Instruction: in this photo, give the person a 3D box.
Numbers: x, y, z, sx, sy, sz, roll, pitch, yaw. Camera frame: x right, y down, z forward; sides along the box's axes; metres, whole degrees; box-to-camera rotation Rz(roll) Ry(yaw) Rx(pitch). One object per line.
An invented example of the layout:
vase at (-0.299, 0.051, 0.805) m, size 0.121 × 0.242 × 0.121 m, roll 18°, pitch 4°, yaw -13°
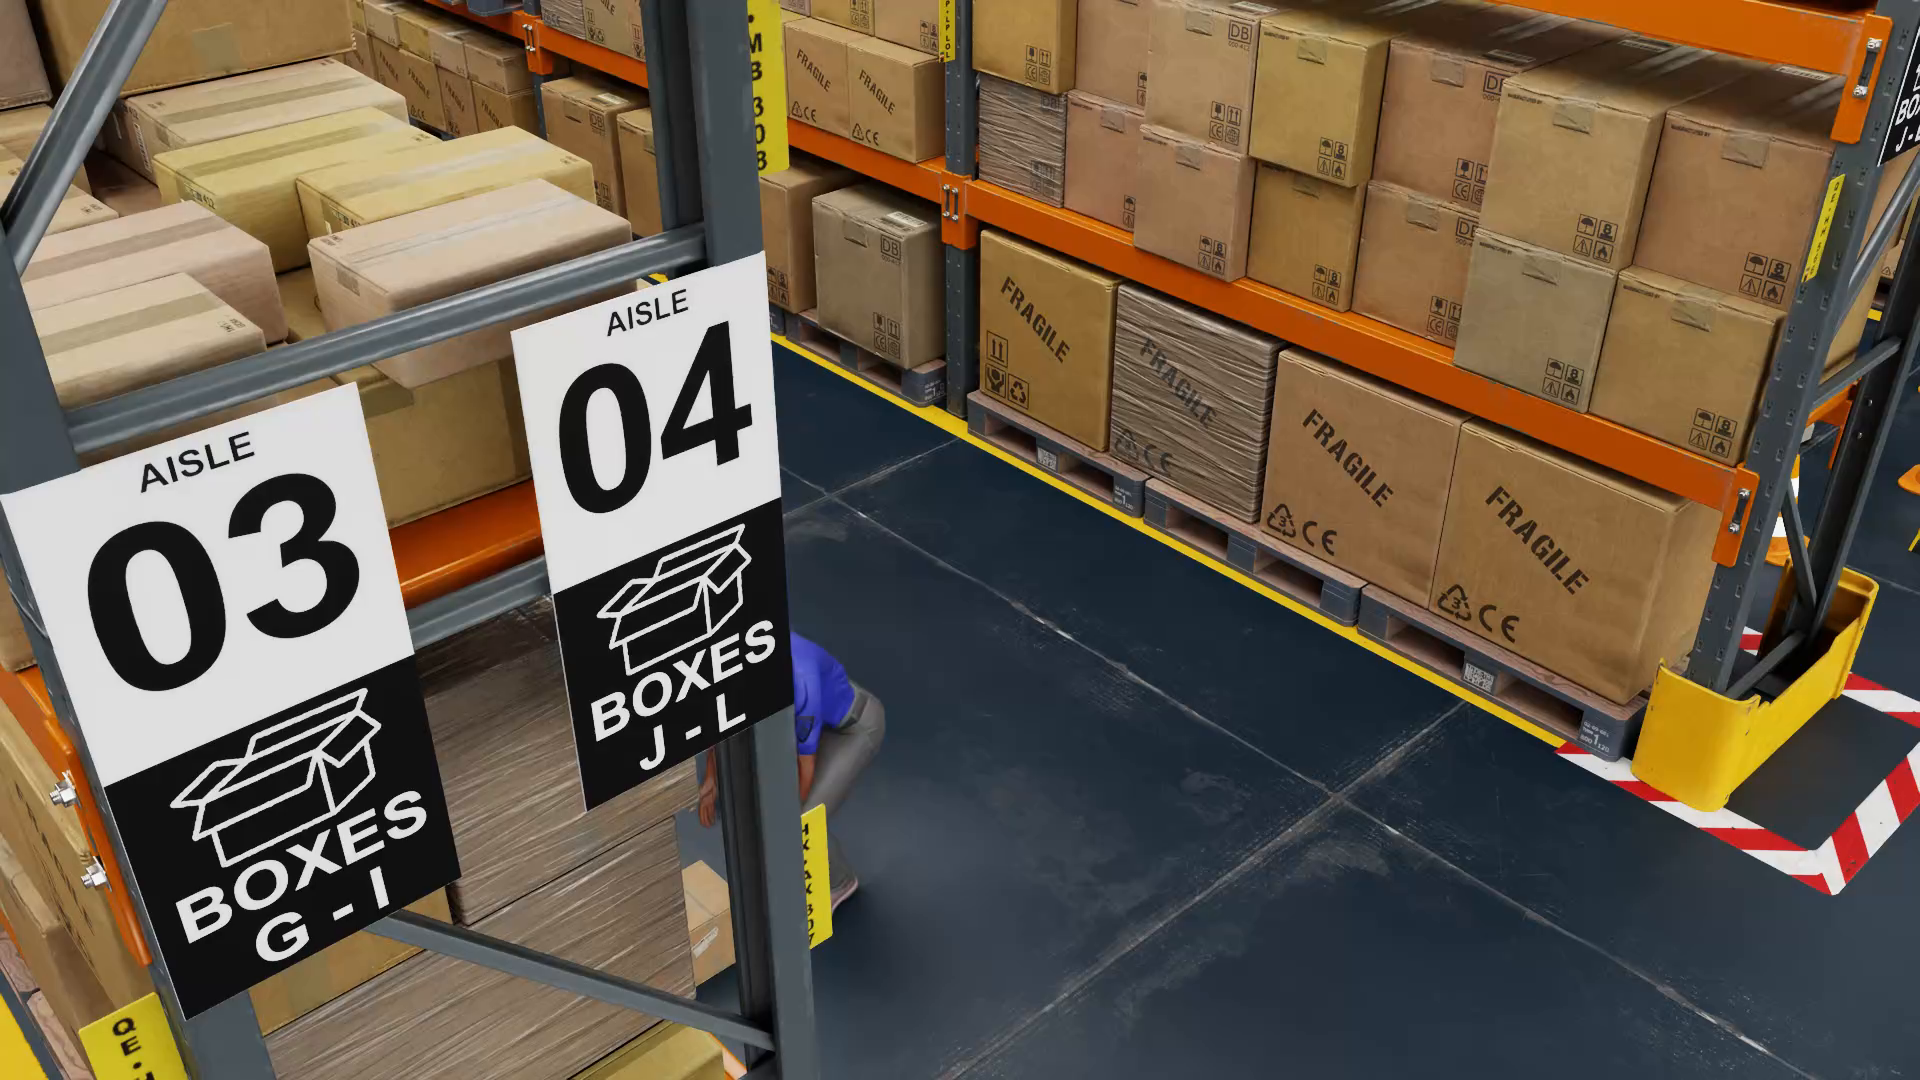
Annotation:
person at (-0.545, 0.688, 5.400) m, size 0.710 × 1.157 × 0.499 m, roll -26°, pitch 40°, yaw -35°
